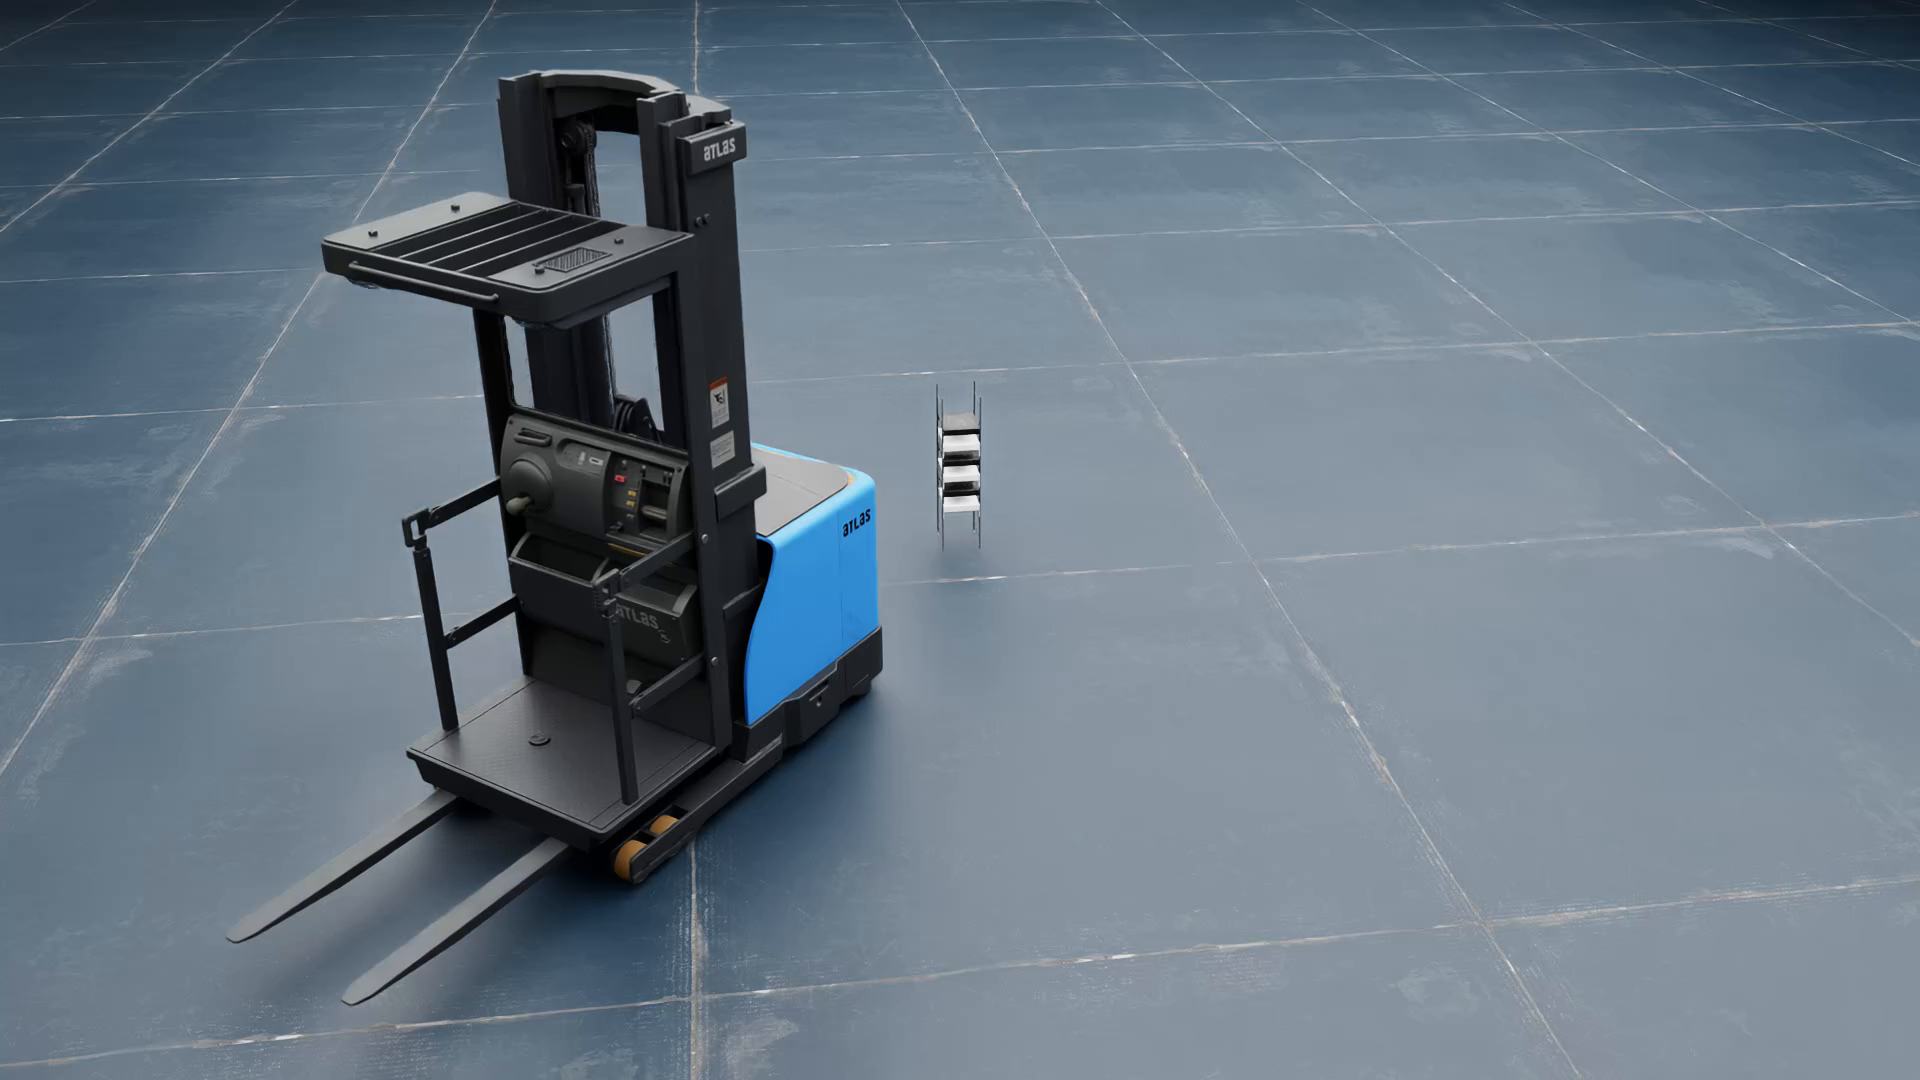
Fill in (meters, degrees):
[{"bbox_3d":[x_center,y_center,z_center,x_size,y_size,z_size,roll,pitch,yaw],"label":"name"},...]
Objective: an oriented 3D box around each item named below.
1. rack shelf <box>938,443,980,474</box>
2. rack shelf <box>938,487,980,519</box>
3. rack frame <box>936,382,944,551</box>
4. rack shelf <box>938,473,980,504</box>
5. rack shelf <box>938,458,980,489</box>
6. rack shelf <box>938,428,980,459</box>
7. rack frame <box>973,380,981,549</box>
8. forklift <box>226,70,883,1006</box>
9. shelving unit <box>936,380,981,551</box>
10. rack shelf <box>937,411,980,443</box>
[{"bbox_3d":[-0.008,-0.450,9.018,0.200,0.077,0.258,-4,27,-7],"label":"rack shelf"},{"bbox_3d":[-0.008,-0.210,9.141,0.200,0.077,0.258,-4,27,-7],"label":"rack shelf"},{"bbox_3d":[-0.109,-0.393,9.031,0.006,0.900,0.240,-4,27,-7],"label":"rack frame"},{"bbox_3d":[-0.008,-0.290,9.100,0.200,0.077,0.258,-4,27,-7],"label":"rack shelf"},{"bbox_3d":[-0.008,-0.370,9.059,0.200,0.077,0.258,-4,27,-7],"label":"rack shelf"},{"bbox_3d":[-0.008,-0.530,8.977,0.200,0.077,0.258,-4,27,-7],"label":"rack shelf"},{"bbox_3d":[0.093,-0.406,9.056,0.006,0.900,0.240,-4,27,-7],"label":"rack frame"},{"bbox_3d":[-1.566,-0.187,6.403,1.130,2.935,3.031,16,31,28],"label":"forklift"},{"bbox_3d":[-0.008,-0.400,9.044,0.210,0.900,0.258,-4,27,-7],"label":"shelving unit"},{"bbox_3d":[-0.008,-0.610,8.936,0.200,0.077,0.258,-4,27,-7],"label":"rack shelf"}]
